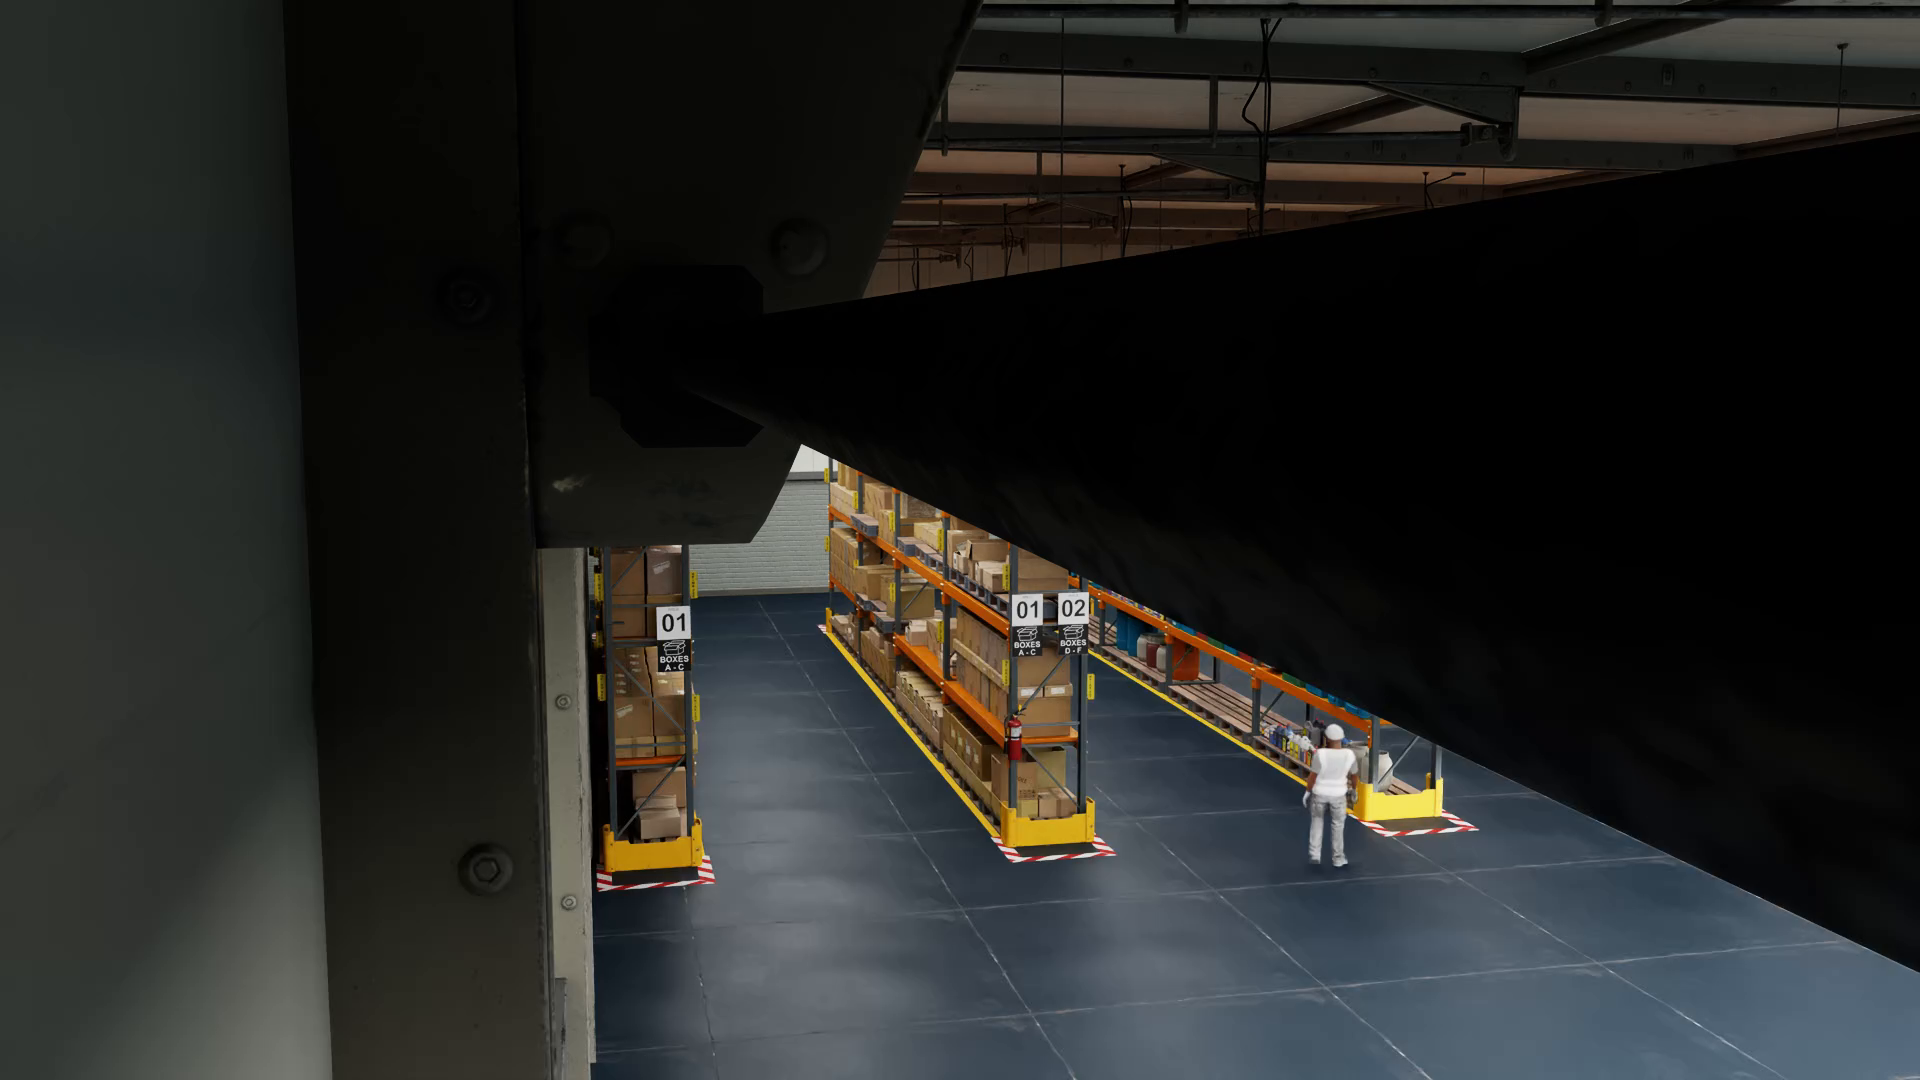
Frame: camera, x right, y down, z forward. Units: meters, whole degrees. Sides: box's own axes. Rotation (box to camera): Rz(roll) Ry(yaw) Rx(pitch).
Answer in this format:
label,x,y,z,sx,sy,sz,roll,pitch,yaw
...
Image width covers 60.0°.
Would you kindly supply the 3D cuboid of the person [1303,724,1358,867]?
label,x,y,z,sx,sy,sz,roll,pitch,yaw
person,4.475,3.075,20.057,0.624,1.794,0.586,3,7,22
